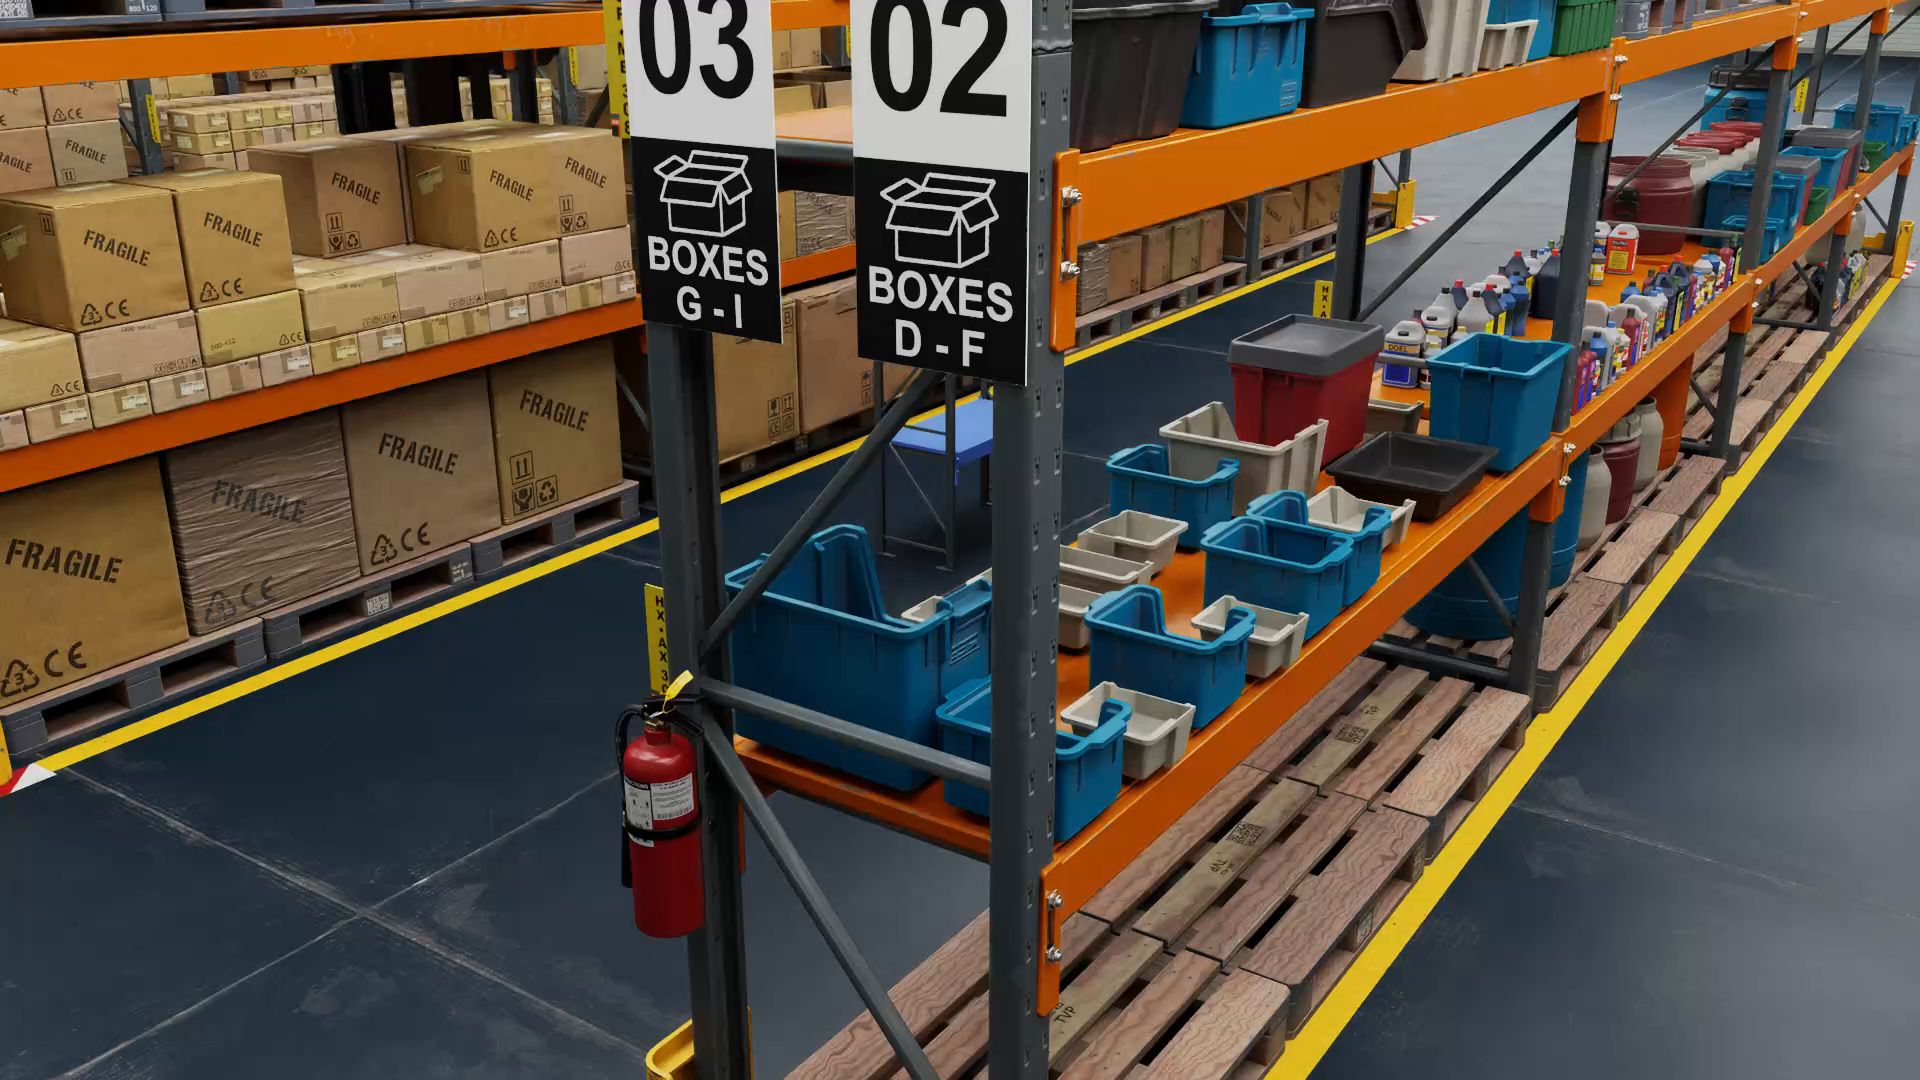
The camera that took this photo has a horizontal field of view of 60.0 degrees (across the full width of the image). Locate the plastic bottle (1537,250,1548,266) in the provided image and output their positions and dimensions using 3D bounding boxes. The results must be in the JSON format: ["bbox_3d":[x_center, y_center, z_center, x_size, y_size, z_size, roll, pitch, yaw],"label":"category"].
[{"bbox_3d":[3.134,-1.435,9.007,0.097,0.271,0.097,0,20,0],"label":"plastic bottle"}]

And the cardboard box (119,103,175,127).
[{"bbox_3d":[-6.074,-3.176,12.426,0.380,0.149,0.250,15,25,34],"label":"cardboard box"}]

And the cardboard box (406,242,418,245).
[{"bbox_3d":[-2.857,-1.512,8.816,0.500,0.250,0.500,13,24,32],"label":"cardboard box"}]

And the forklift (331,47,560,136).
[{"bbox_3d":[-3.422,-2.432,11.614,1.130,2.935,3.031,13,24,31],"label":"forklift"}]

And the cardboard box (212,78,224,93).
[{"bbox_3d":[-8.050,-4.968,18.128,0.380,0.149,0.250,14,25,34],"label":"cardboard box"}]

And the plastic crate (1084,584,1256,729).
[{"bbox_3d":[0.536,0.300,4.284,0.416,0.233,0.300,13,24,32],"label":"plastic crate"}]

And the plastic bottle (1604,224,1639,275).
[{"bbox_3d":[3.868,-1.701,9.719,0.152,0.276,0.135,13,24,32],"label":"plastic bottle"}]

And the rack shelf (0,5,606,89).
[{"bbox_3d":[-3.217,-2.164,7.504,1.077,0.370,4.000,13,24,32],"label":"rack shelf"}]

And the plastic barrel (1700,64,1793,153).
[{"bbox_3d":[6.033,-3.181,12.818,0.600,0.901,0.708,13,24,32],"label":"plastic barrel"}]

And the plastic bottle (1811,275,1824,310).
[{"bbox_3d":[7.113,-2.055,13.777,0.061,0.283,0.133,13,24,32],"label":"plastic bottle"}]

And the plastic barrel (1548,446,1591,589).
[{"bbox_3d":[2.722,-0.271,8.093,0.600,0.901,0.708,13,24,32],"label":"plastic barrel"}]

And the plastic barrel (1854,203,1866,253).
[{"bbox_3d":[8.443,-2.972,15.956,0.421,0.512,0.421,0,20,0],"label":"plastic barrel"}]

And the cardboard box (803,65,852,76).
[{"bbox_3d":[-0.637,-2.940,11.300,0.797,0.503,0.637,14,24,33],"label":"cardboard box"}]

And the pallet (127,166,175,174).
[{"bbox_3d":[-5.588,-2.765,12.694,1.003,0.211,1.213,13,24,32],"label":"pallet"}]

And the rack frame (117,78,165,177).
[{"bbox_3d":[-6.138,-2.665,12.145,1.000,3.000,0.127,13,24,32],"label":"rack frame"}]

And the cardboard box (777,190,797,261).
[{"bbox_3d":[-1.345,-1.943,10.049,0.500,0.500,0.500,13,24,32],"label":"cardboard box"}]

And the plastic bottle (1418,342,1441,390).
[{"bbox_3d":[2.072,-0.766,7.299,0.097,0.201,0.097,0,20,0],"label":"plastic bottle"}]

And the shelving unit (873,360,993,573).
[{"bbox_3d":[0.048,-0.728,9.071,0.538,1.500,1.048,13,24,32],"label":"shelving unit"}]

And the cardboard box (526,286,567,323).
[{"bbox_3d":[-2.282,-1.252,8.687,0.380,0.149,0.250,13,24,31],"label":"cardboard box"}]

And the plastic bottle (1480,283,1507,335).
[{"bbox_3d":[2.473,-1.032,7.801,0.144,0.351,0.185,13,24,32],"label":"plastic bottle"}]

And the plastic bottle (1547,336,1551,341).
[{"bbox_3d":[2.492,-0.729,6.982,0.144,0.351,0.185,13,24,32],"label":"plastic bottle"}]

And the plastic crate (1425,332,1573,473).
[{"bbox_3d":[2.023,-0.522,6.290,0.392,0.384,0.575,13,24,32],"label":"plastic crate"}]

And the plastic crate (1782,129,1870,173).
[{"bbox_3d":[6.900,-3.094,13.395,0.767,0.338,0.504,13,24,32],"label":"plastic crate"}]

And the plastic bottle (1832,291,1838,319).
[{"bbox_3d":[7.043,-1.930,13.458,0.097,0.271,0.097,0,20,0],"label":"plastic bottle"}]

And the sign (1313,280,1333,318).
[{"bbox_3d":[1.550,-0.940,7.083,0.100,0.325,0.005,13,24,32],"label":"sign"}]

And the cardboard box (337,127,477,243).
[{"bbox_3d":[-2.856,-1.862,8.681,0.500,0.500,0.500,13,24,32],"label":"cardboard box"}]

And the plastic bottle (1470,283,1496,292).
[{"bbox_3d":[2.523,-1.108,8.116,0.152,0.276,0.135,13,24,32],"label":"plastic bottle"}]

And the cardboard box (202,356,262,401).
[{"bbox_3d":[-3.293,-0.735,7.292,0.380,0.149,0.250,13,24,31],"label":"cardboard box"}]

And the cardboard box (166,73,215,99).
[{"bbox_3d":[-8.102,-4.724,17.208,0.500,0.250,0.500,13,24,32],"label":"cardboard box"}]

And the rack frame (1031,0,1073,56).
[{"bbox_3d":[-0.245,-2.368,2.696,1.000,3.000,0.127,13,24,32],"label":"rack frame"}]

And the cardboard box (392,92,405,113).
[{"bbox_3d":[-4.661,-3.495,13.290,0.380,0.149,0.250,14,25,33],"label":"cardboard box"}]

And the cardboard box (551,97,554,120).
[{"bbox_3d":[-3.858,-4.041,15.721,0.500,0.500,0.500,13,24,32],"label":"cardboard box"}]

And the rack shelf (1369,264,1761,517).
[{"bbox_3d":[3.128,-0.939,8.516,1.077,0.370,4.000,13,24,32],"label":"rack shelf"}]

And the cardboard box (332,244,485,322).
[{"bbox_3d":[-2.699,-1.264,8.146,0.500,0.250,0.500,14,24,33],"label":"cardboard box"}]

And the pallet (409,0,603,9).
[{"bbox_3d":[-2.561,-2.801,8.317,1.003,0.211,1.213,13,24,32],"label":"pallet"}]

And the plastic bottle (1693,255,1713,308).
[{"bbox_3d":[3.949,-1.383,8.865,0.097,0.271,0.097,0,20,0],"label":"plastic bottle"}]

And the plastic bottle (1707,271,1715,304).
[{"bbox_3d":[4.004,-1.378,8.953,0.097,0.201,0.097,0,20,0],"label":"plastic bottle"}]

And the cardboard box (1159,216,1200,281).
[{"bbox_3d":[1.758,-2.692,15.189,0.700,0.500,0.500,13,24,31],"label":"cardboard box"}]

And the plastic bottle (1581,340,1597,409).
[{"bbox_3d":[2.638,-0.708,7.023,0.061,0.283,0.133,13,24,32],"label":"plastic bottle"}]

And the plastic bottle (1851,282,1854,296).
[{"bbox_3d":[7.582,-2.173,14.215,0.097,0.201,0.097,0,20,0],"label":"plastic bottle"}]

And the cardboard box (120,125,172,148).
[{"bbox_3d":[-6.077,-3.036,12.477,0.380,0.149,0.250,14,25,33],"label":"cardboard box"}]

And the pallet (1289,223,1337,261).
[{"bbox_3d":[3.438,-3.207,17.630,1.003,0.211,1.213,13,24,32],"label":"pallet"}]

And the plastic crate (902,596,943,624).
[{"bbox_3d":[0.064,0.272,4.500,0.396,0.136,0.243,13,24,32],"label":"plastic crate"}]

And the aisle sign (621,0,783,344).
[{"bbox_3d":[-0.528,-0.810,3.385,0.394,0.787,0.004,13,24,32],"label":"aisle sign"}]

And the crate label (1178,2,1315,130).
[{"bbox_3d":[0.541,-1.093,3.788,0.408,0.251,0.502,13,24,32],"label":"crate label"}]

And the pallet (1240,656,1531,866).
[{"bbox_3d":[1.623,0.824,6.733,1.003,0.211,1.213,13,24,32],"label":"pallet"}]

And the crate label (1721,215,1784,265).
[{"bbox_3d":[4.799,-1.819,10.101,0.303,0.233,0.416,13,24,32],"label":"crate label"}]

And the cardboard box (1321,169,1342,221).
[{"bbox_3d":[3.981,-3.782,18.163,0.500,0.500,0.500,-17,26,-38],"label":"cardboard box"}]

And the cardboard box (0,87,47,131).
[{"bbox_3d":[-6.465,-2.983,10.991,0.500,0.500,0.500,12,24,30],"label":"cardboard box"}]

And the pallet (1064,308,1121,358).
[{"bbox_3d":[0.597,-1.732,13.643,1.003,0.211,1.213,13,24,32],"label":"pallet"}]

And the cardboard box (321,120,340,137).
[{"bbox_3d":[-4.952,-3.208,12.942,0.380,0.149,0.250,14,25,34],"label":"cardboard box"}]
